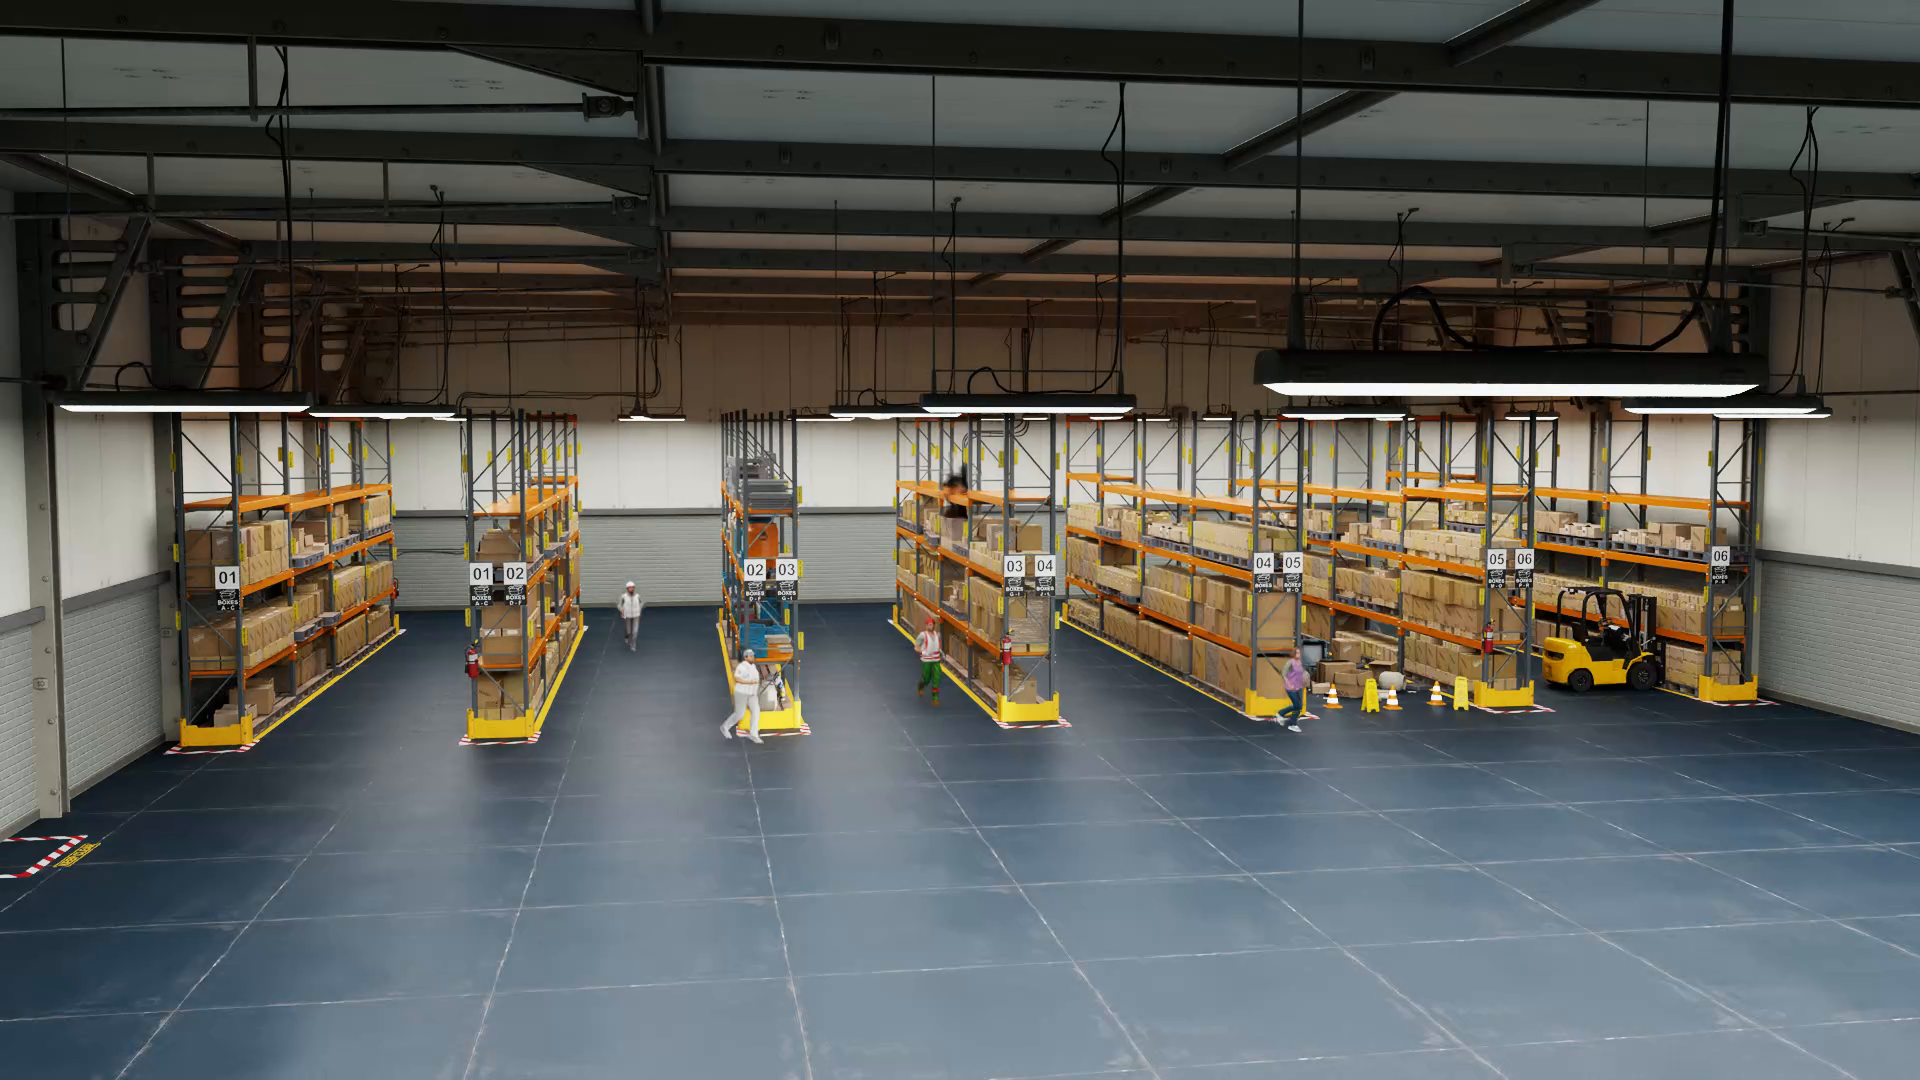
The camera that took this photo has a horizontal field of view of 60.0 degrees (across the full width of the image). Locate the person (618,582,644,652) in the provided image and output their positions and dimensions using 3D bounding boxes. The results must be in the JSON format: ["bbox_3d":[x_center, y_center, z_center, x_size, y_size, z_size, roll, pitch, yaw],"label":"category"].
[{"bbox_3d":[-8.328,1.929,42.112,0.667,1.744,0.716,-1,4,-20],"label":"person"}]

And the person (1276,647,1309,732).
[{"bbox_3d":[6.214,2.781,31.098,0.557,1.574,0.539,-4,6,-45],"label":"person"}]

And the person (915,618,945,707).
[{"bbox_3d":[-0.596,2.464,33.805,0.658,1.768,0.971,-2,4,-24],"label":"person"}]

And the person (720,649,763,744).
[{"bbox_3d":[-3.881,2.806,30.035,0.855,1.682,0.615,2,5,30],"label":"person"}]
